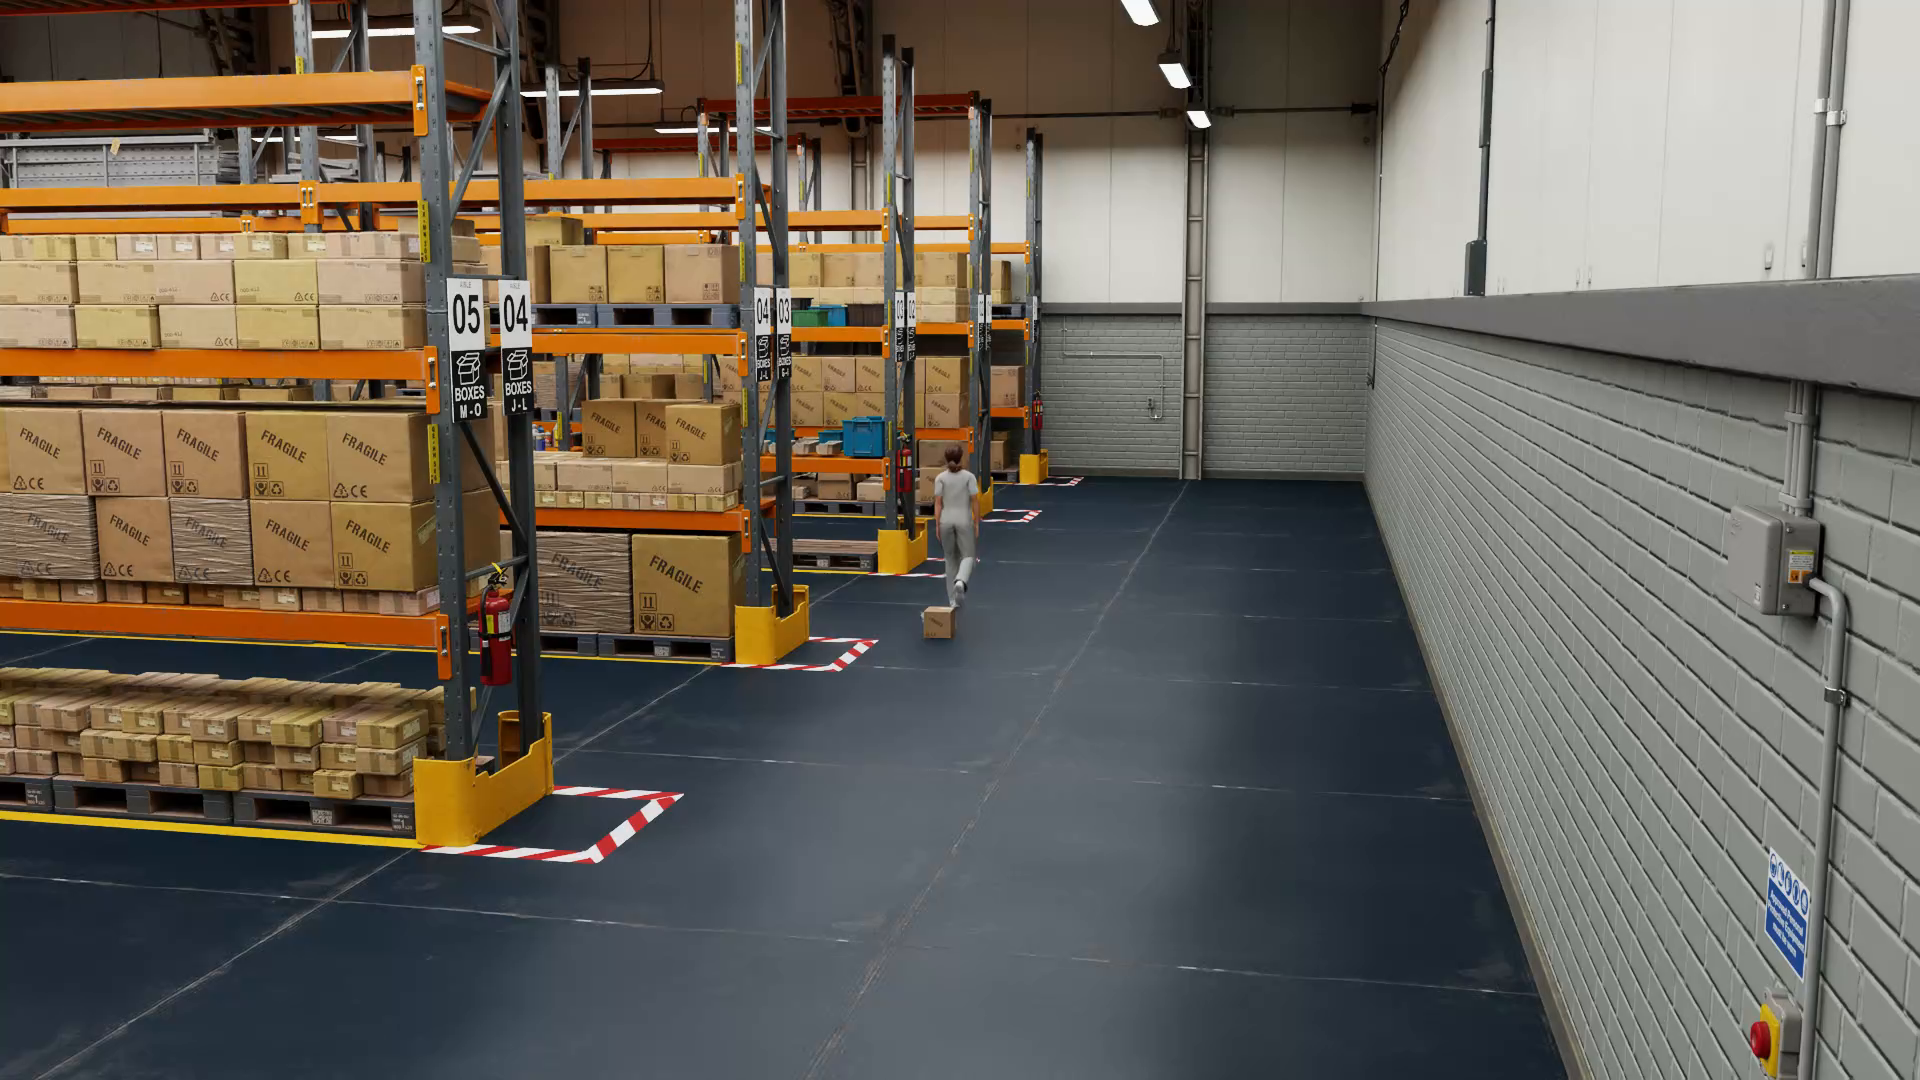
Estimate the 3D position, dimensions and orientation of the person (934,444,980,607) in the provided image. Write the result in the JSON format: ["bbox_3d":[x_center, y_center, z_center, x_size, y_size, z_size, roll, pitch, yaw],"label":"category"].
[{"bbox_3d":[-0.033,-0.125,16.615,0.453,1.648,0.709,1,8,6],"label":"person"}]
